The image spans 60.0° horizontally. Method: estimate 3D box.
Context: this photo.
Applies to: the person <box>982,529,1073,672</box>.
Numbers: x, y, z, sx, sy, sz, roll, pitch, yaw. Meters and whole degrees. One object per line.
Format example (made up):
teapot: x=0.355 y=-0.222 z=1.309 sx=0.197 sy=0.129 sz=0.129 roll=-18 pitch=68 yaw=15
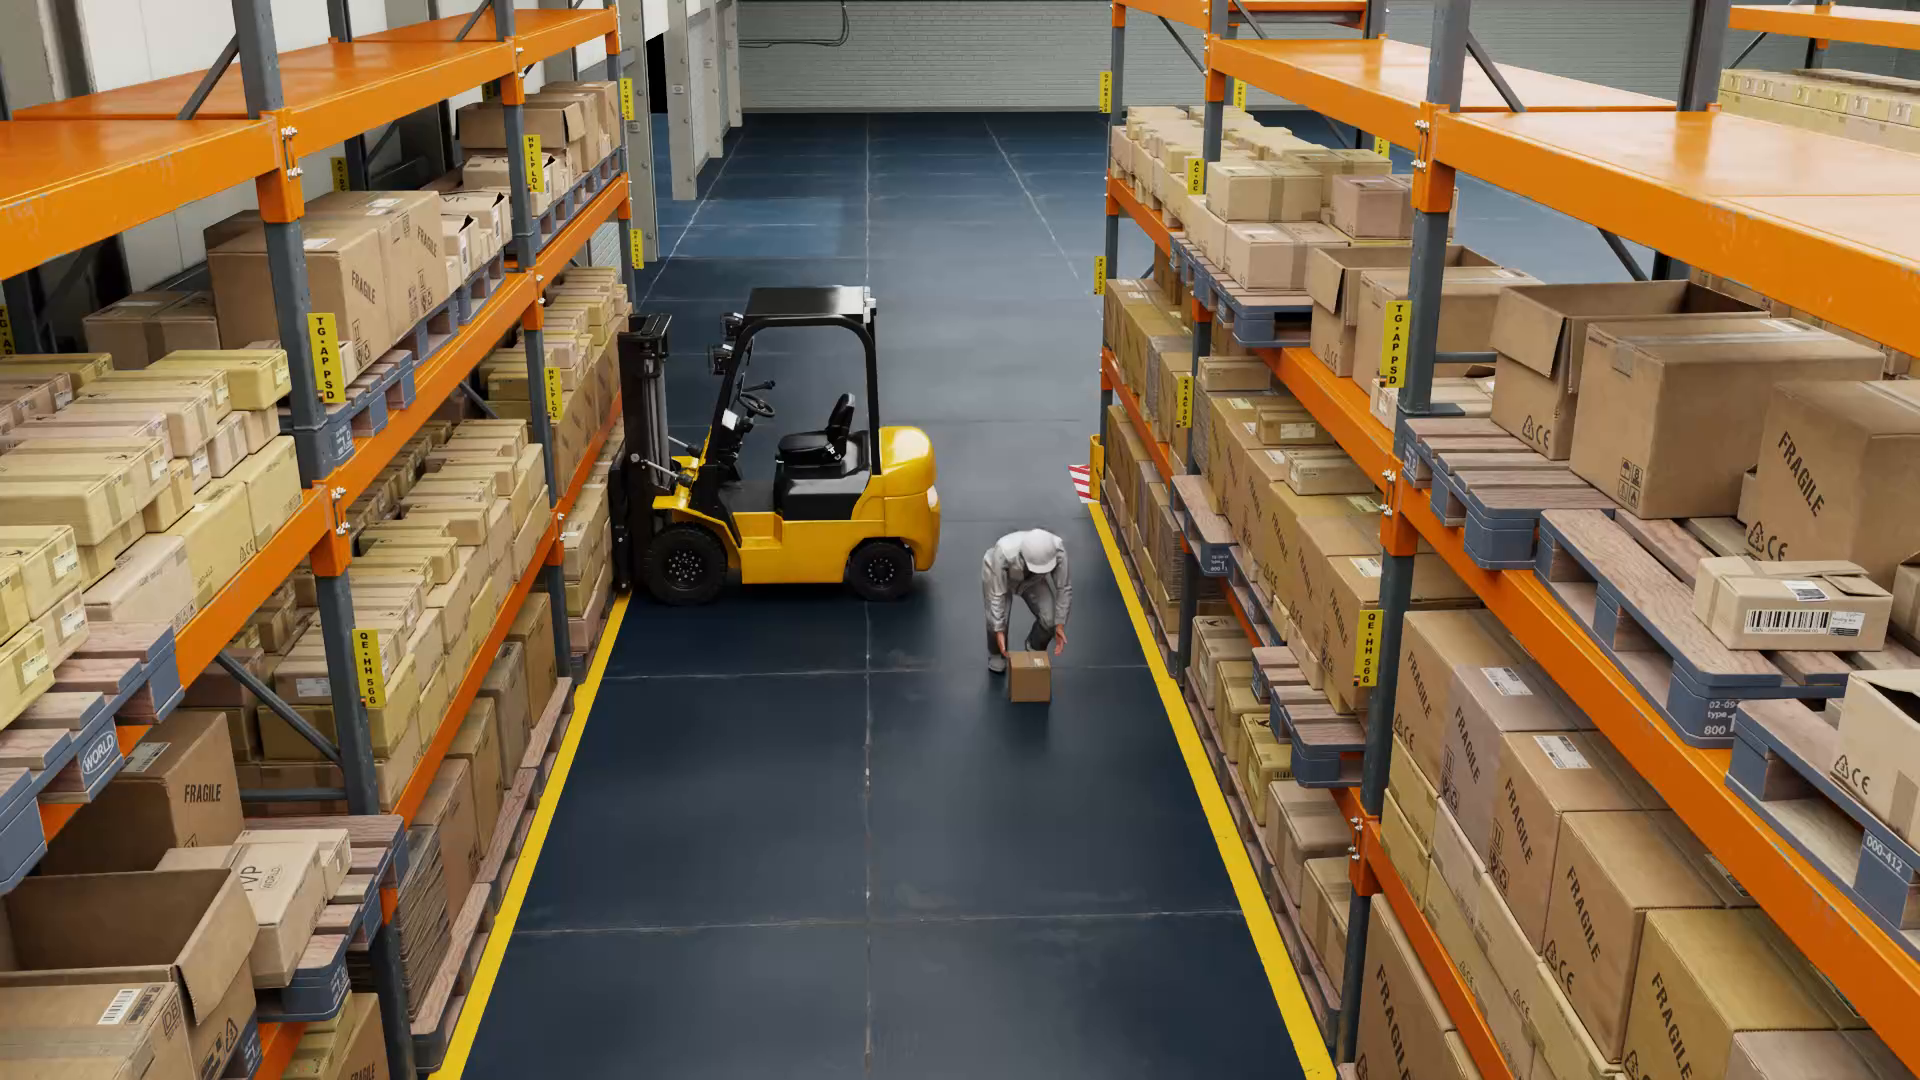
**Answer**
person: x=0.419 y=0.354 z=11.017 sx=0.512 sy=1.126 sz=0.875 roll=-2 pitch=20 yaw=-6
